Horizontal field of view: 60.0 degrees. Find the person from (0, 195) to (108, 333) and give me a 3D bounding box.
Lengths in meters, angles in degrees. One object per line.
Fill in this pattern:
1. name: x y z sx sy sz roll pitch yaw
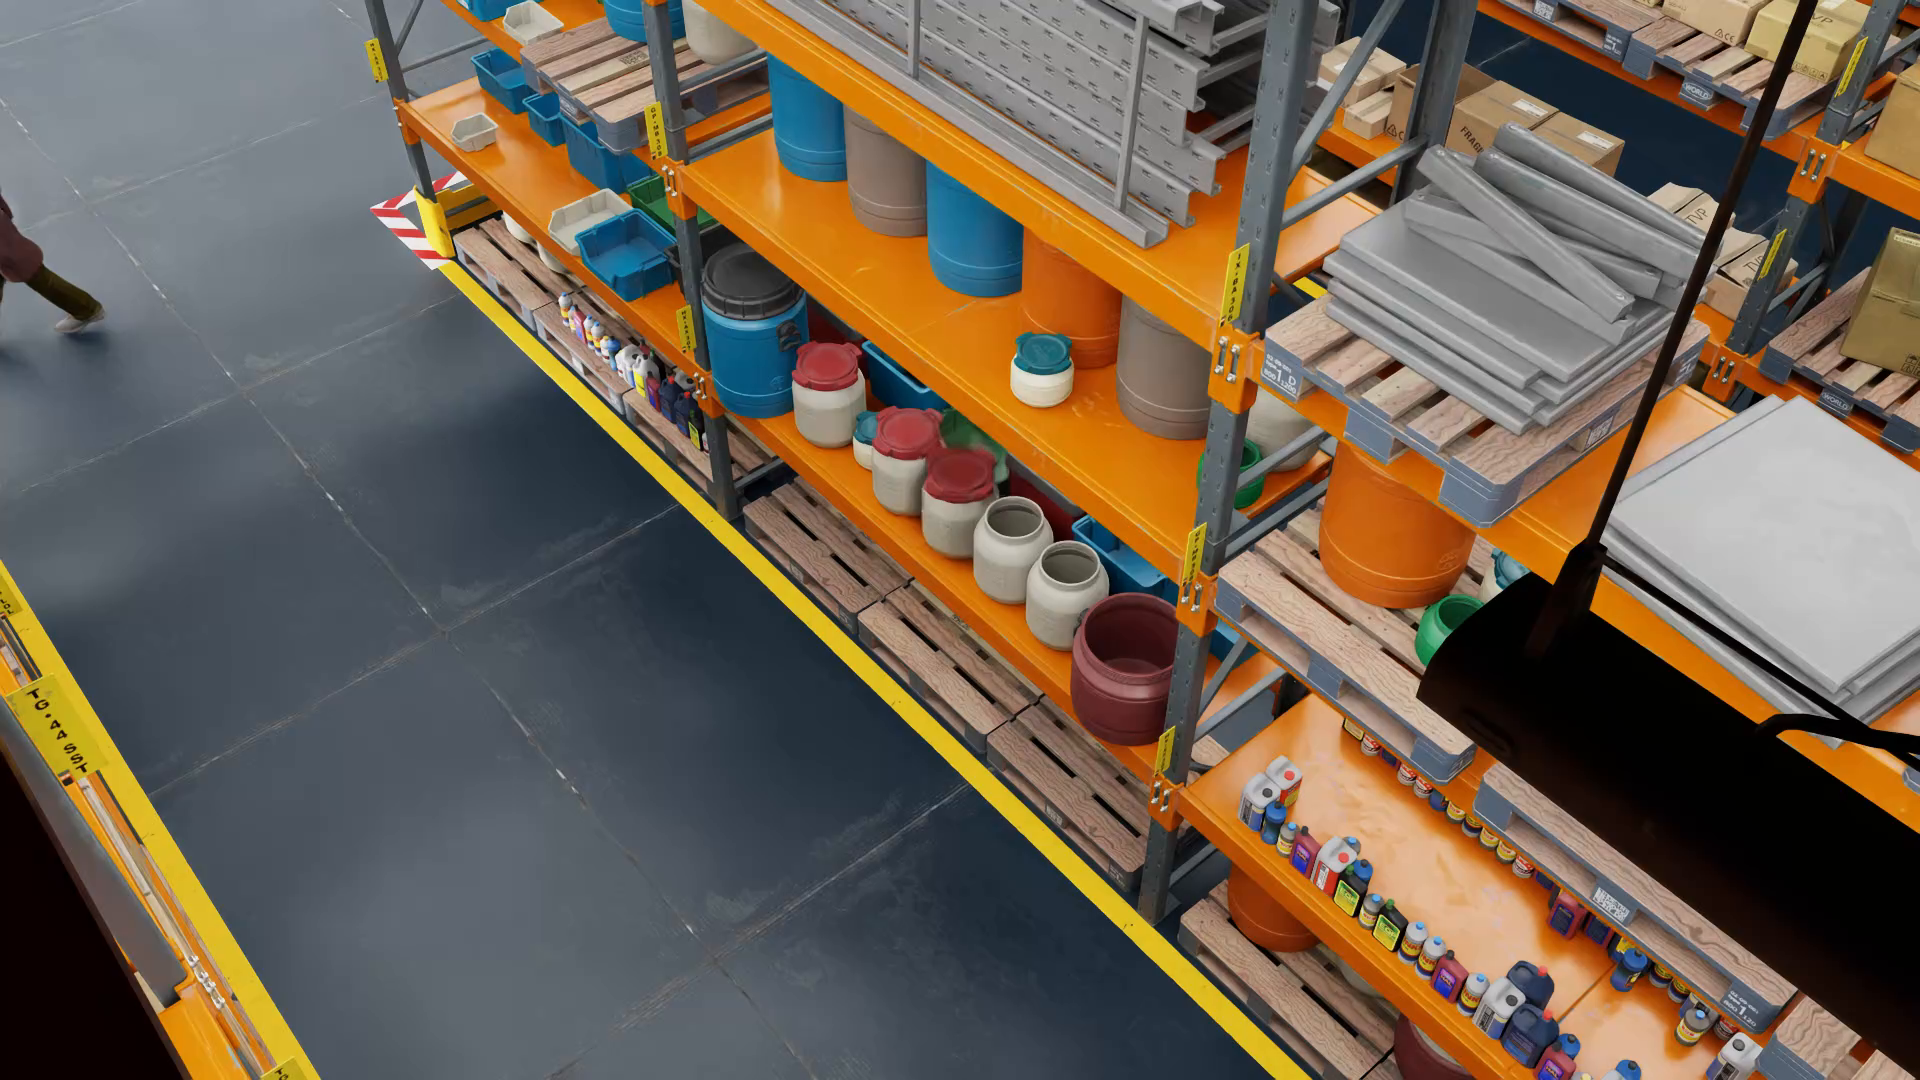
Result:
1. person: -6.906 -2.091 11.743 1.100 1.725 0.610 -27 52 -23
